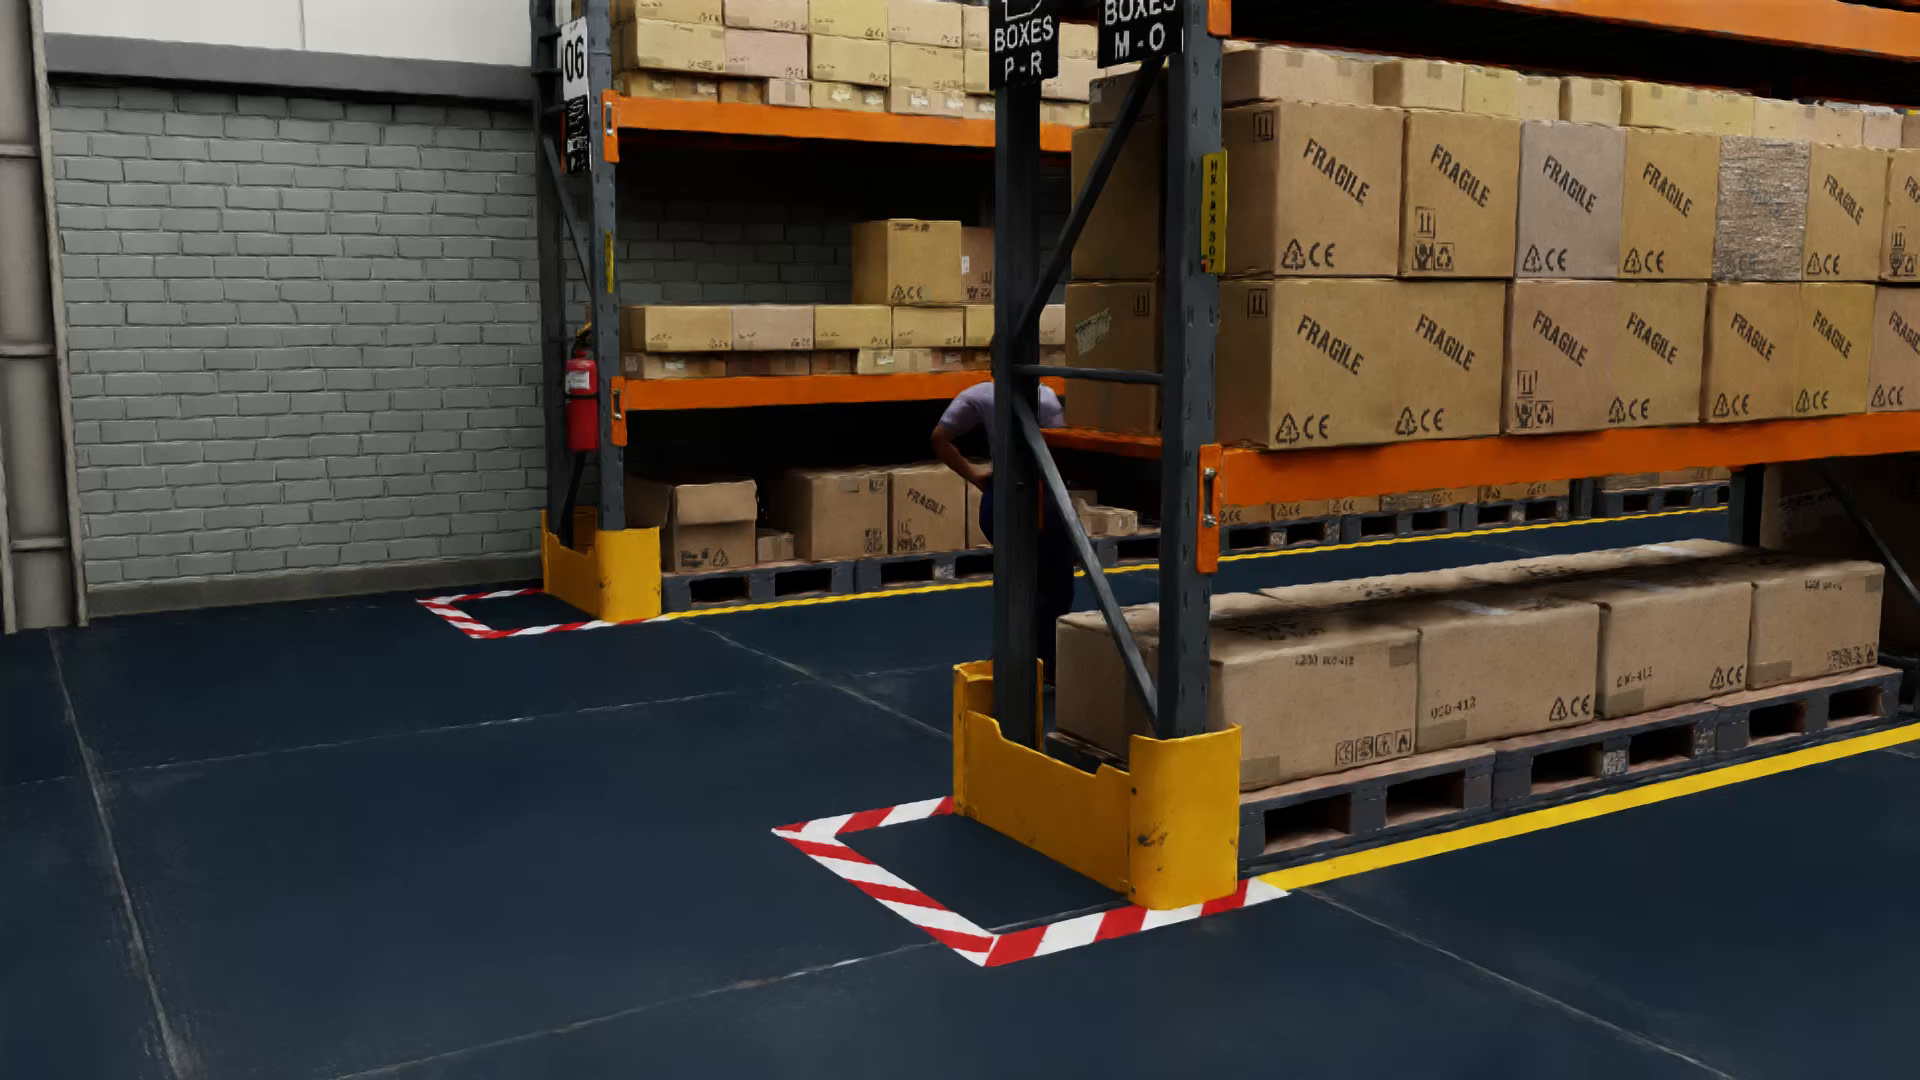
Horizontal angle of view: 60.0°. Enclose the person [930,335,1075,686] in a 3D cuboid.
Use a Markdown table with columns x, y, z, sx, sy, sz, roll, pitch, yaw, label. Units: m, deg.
| x | y | z | sx | sy | sz | roll | pitch | yaw | label |
| --- | --- | --- | --- | --- | --- | --- | --- | --- | --- |
| 0.341 | -0.088 | 7.069 | 0.785 | 1.630 | 0.579 | -7 | 11 | -40 | person |
